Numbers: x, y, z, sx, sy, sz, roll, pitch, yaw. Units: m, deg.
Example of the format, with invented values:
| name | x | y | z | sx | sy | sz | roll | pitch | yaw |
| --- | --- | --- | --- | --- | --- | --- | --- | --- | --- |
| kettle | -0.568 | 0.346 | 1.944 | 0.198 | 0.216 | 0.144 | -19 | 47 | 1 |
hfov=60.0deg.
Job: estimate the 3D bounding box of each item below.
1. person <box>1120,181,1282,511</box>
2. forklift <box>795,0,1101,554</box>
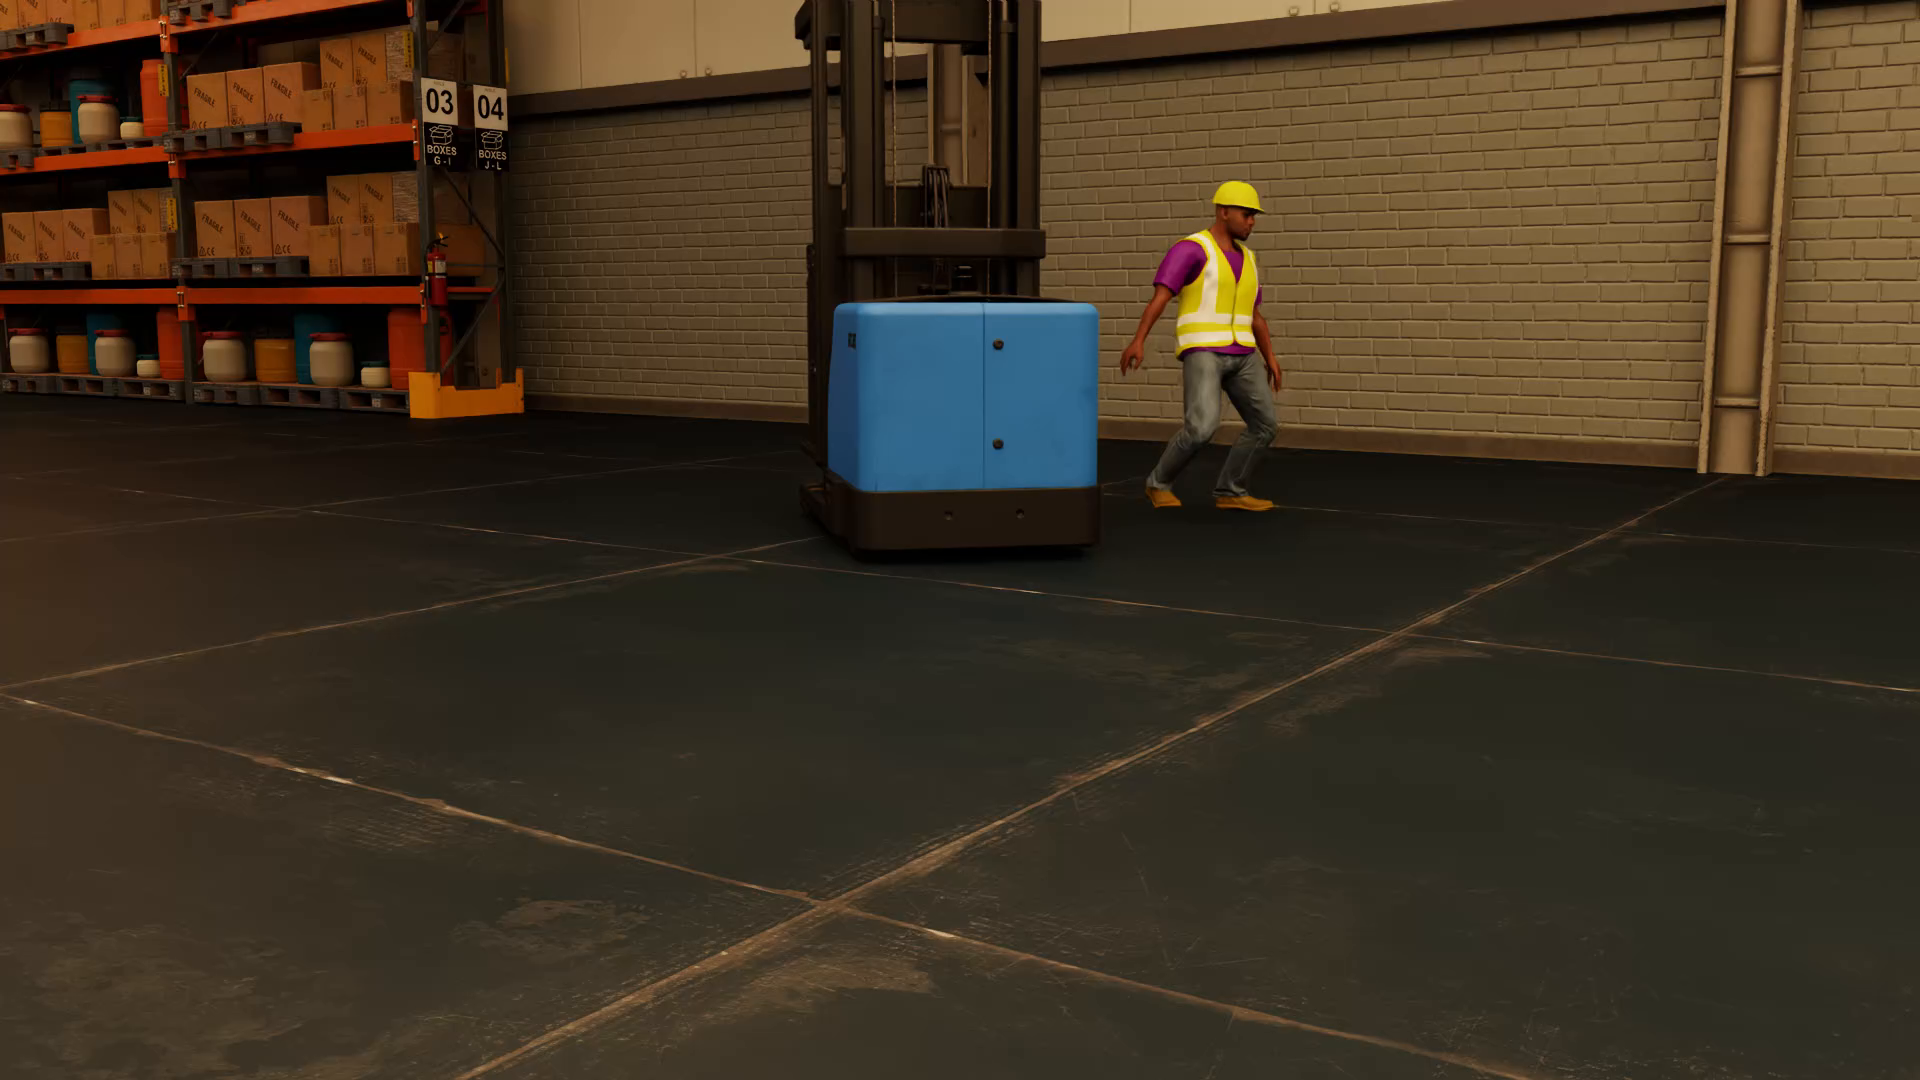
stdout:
| name | x | y | z | sx | sy | sz | roll | pitch | yaw |
| --- | --- | --- | --- | --- | --- | --- | --- | --- | --- |
| person | 1.243 | -0.964 | 8.424 | 0.935 | 1.683 | 0.491 | -5 | 9 | -30 |
| forklift | -0.209 | -1.558 | 8.151 | 1.130 | 2.935 | 3.031 | -2 | 8 | -12 |
